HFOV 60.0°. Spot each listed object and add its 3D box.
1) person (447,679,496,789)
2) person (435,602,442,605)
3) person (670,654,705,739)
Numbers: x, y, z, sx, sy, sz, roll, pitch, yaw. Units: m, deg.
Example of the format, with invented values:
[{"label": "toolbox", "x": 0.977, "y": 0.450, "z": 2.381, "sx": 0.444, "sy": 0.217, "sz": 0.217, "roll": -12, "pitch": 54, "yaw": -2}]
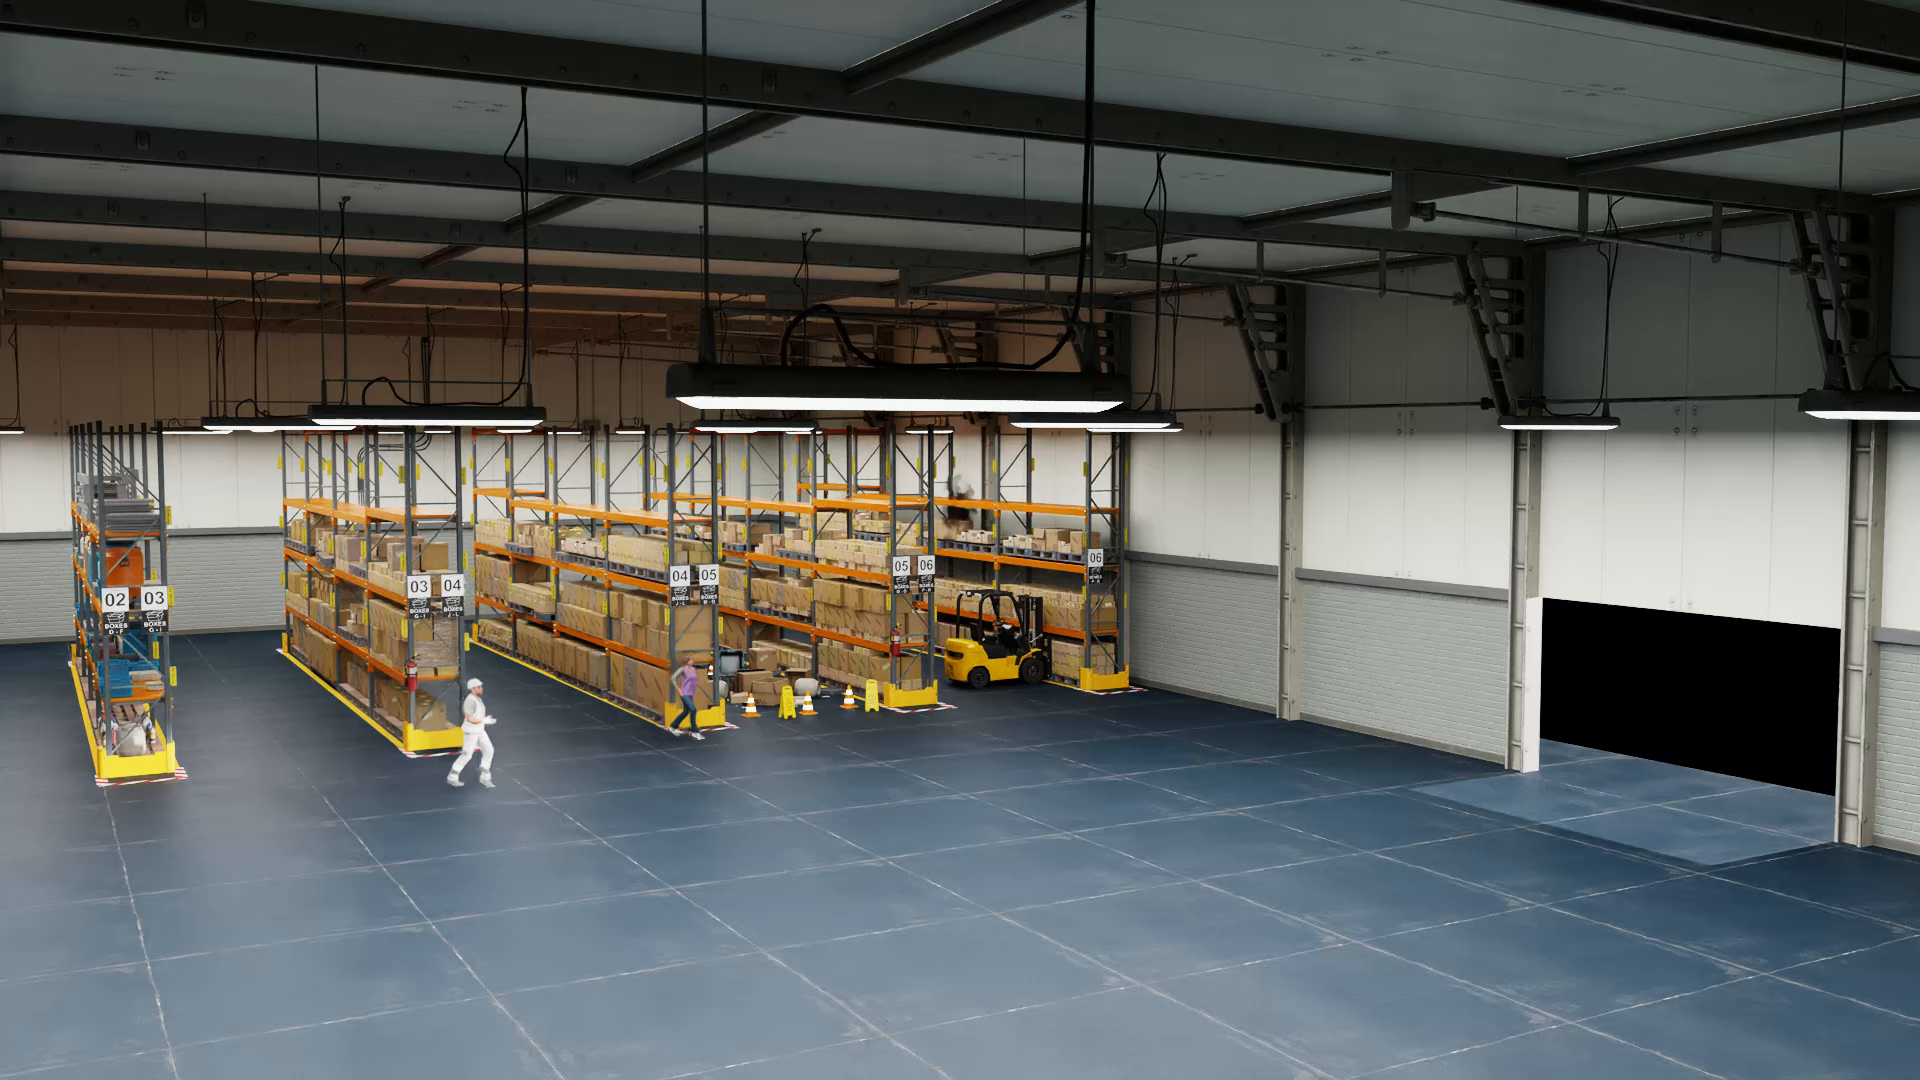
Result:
[{"label": "person", "x": -7.930, "y": 3.166, "z": 27.042, "sx": 0.818, "sy": 1.836, "sz": 0.602, "roll": 0, "pitch": 4, "yaw": 3}, {"label": "person", "x": -14.590, "y": 1.999, "z": 46.539, "sx": 0.684, "sy": 1.700, "sz": 0.534, "roll": 1, "pitch": 4, "yaw": 21}, {"label": "person", "x": -5.153, "y": 2.953, "z": 31.508, "sx": 0.795, "sy": 1.584, "sz": 0.536, "roll": 1, "pitch": 4, "yaw": 22}]
